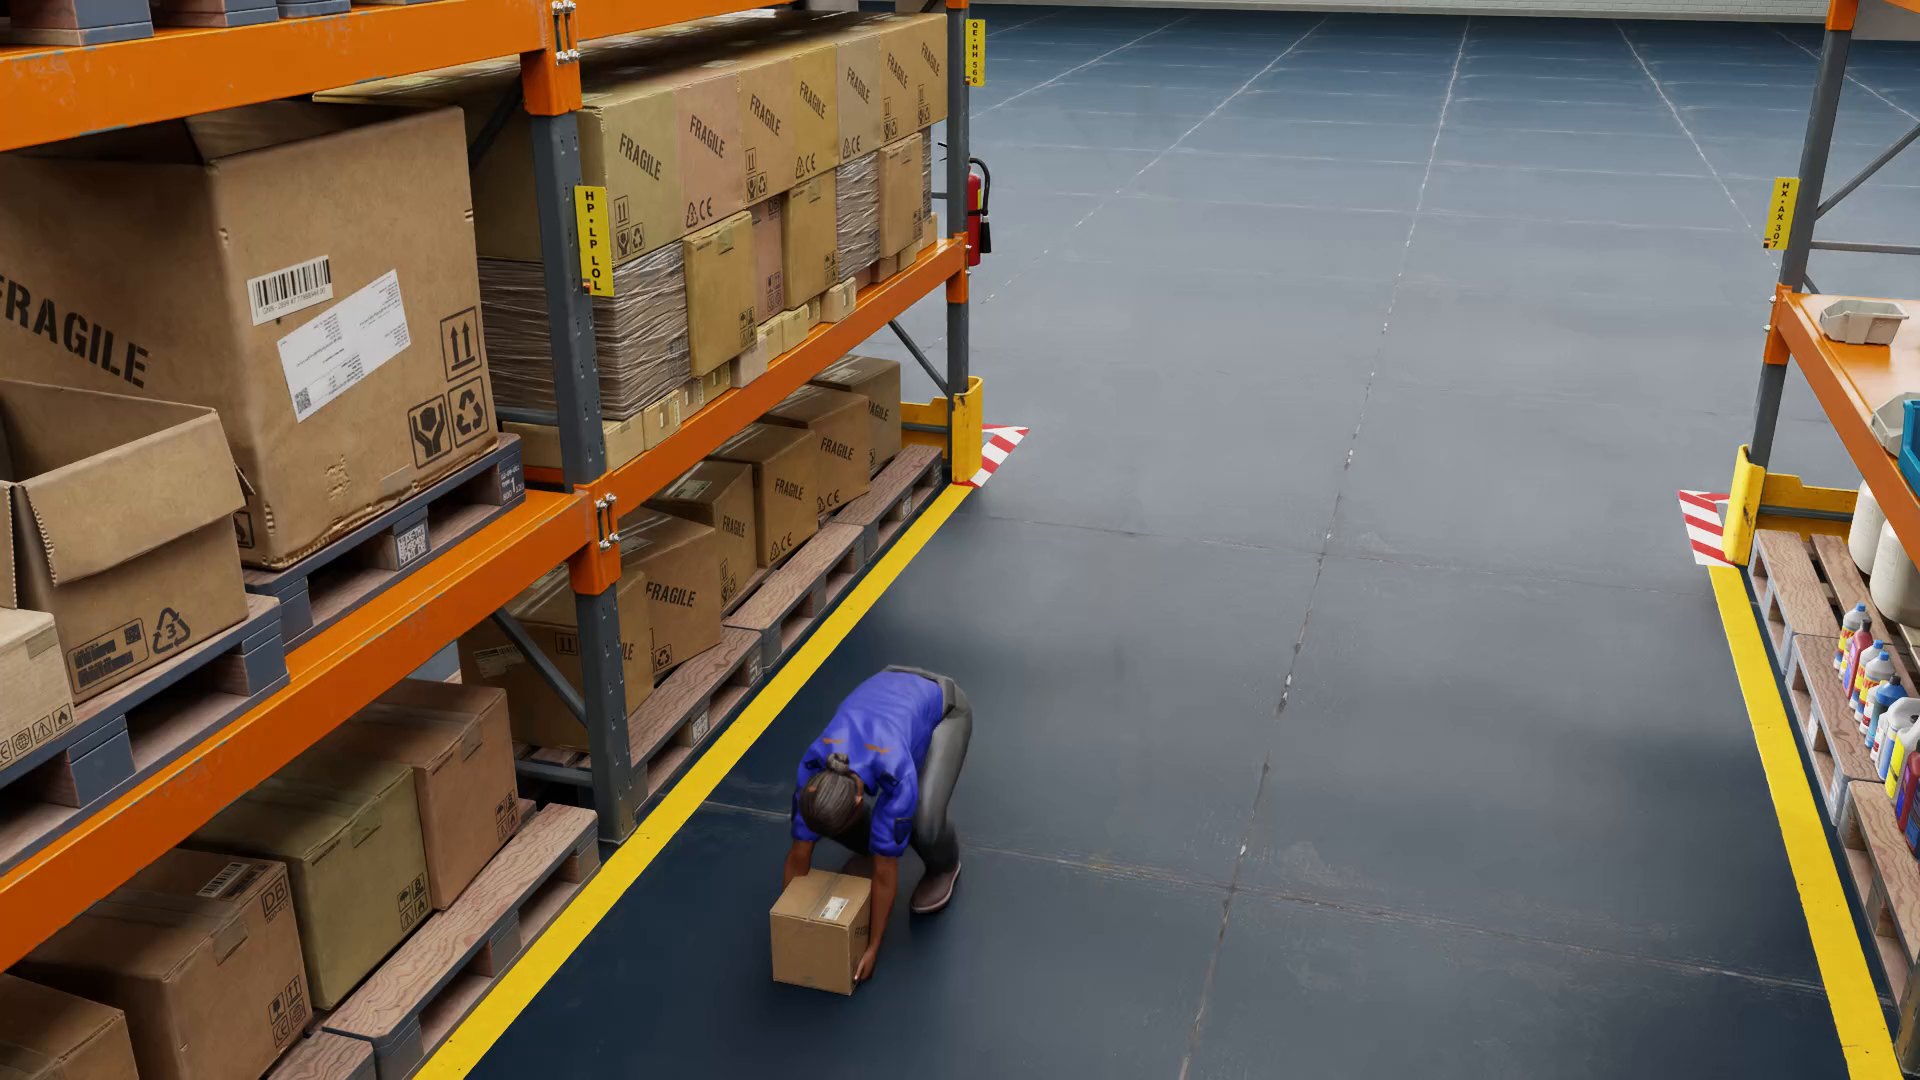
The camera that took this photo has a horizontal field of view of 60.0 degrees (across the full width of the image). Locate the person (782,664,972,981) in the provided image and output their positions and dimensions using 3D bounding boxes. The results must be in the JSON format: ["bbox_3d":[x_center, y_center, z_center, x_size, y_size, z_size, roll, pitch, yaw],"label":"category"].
[{"bbox_3d":[-0.259,0.851,5.228,0.469,0.766,0.883,10,24,23],"label":"person"}]
